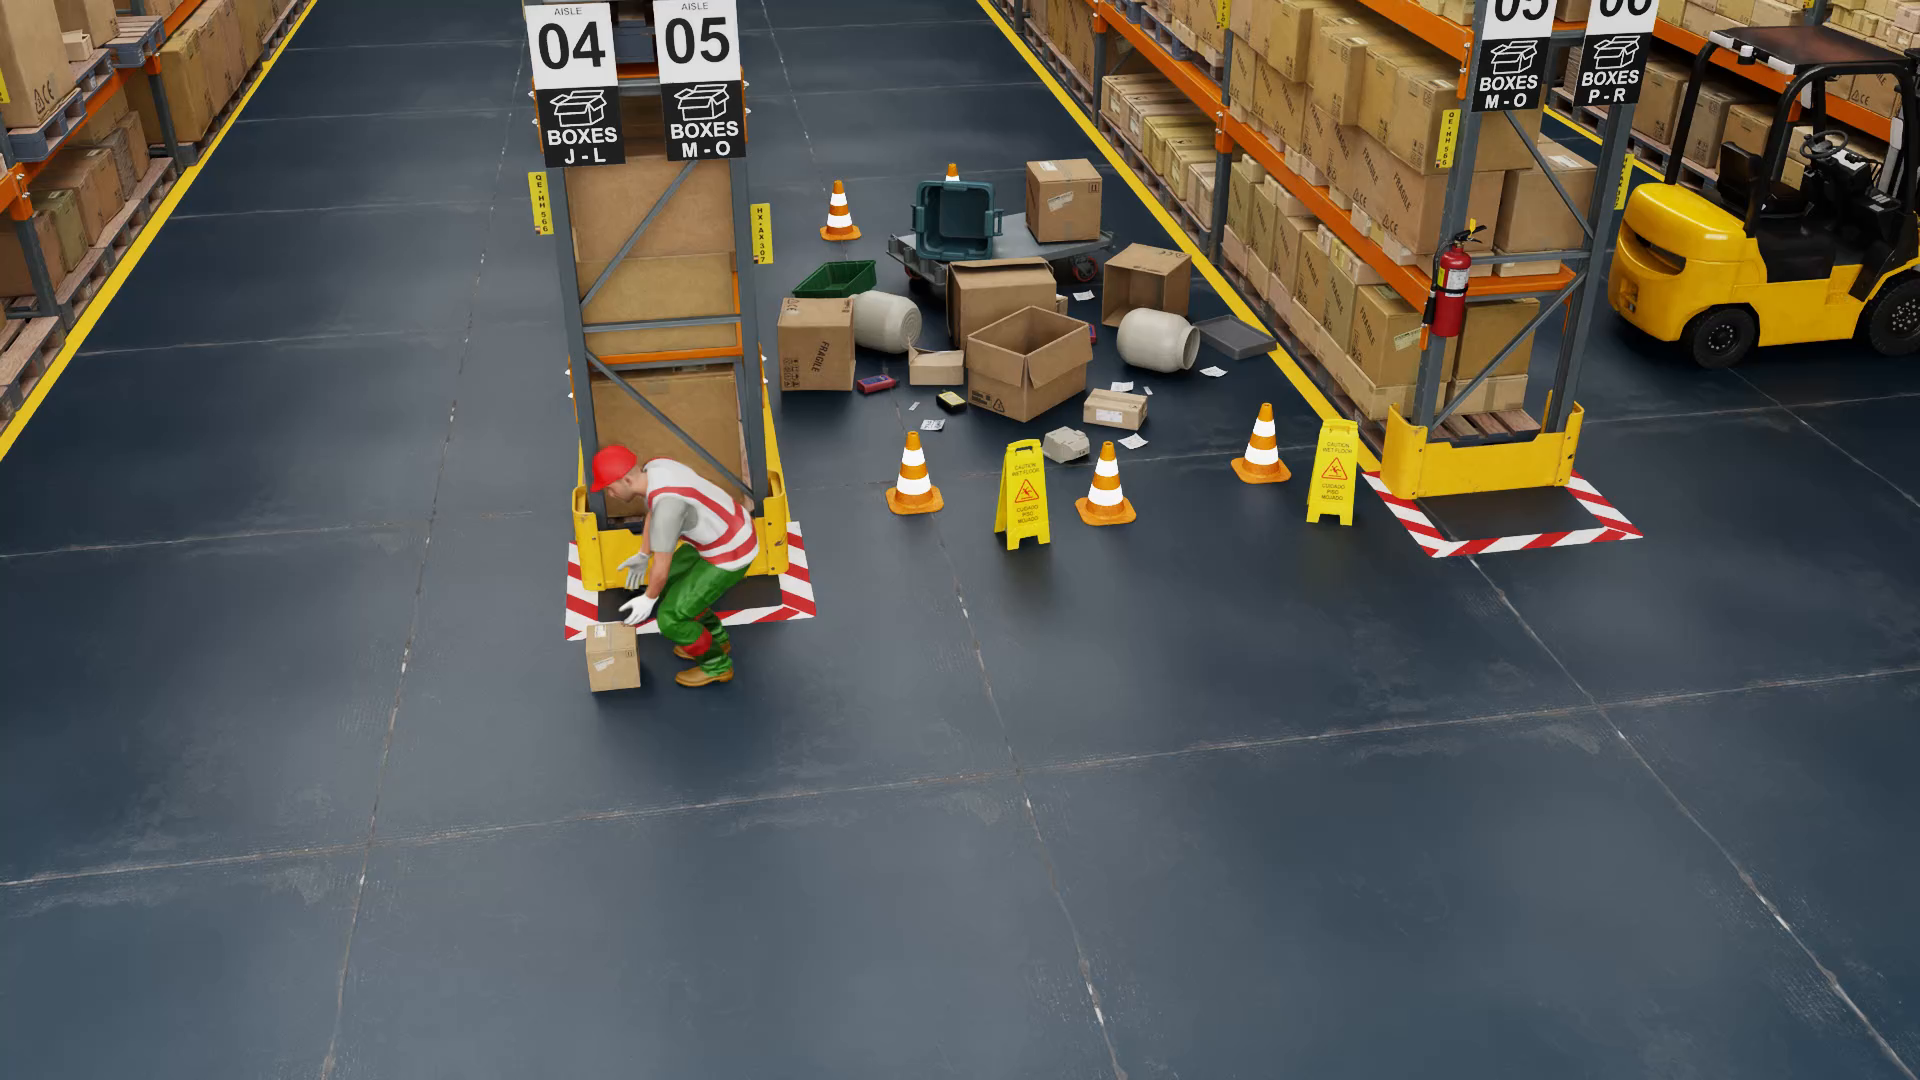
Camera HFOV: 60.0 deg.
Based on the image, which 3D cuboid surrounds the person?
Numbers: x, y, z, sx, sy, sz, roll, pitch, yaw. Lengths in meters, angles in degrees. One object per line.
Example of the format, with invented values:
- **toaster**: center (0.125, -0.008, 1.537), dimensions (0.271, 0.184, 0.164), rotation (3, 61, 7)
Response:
- **person**: center (-1.402, 0.112, 8.359), dimensions (0.795, 1.351, 0.584), rotation (-5, 31, -9)
